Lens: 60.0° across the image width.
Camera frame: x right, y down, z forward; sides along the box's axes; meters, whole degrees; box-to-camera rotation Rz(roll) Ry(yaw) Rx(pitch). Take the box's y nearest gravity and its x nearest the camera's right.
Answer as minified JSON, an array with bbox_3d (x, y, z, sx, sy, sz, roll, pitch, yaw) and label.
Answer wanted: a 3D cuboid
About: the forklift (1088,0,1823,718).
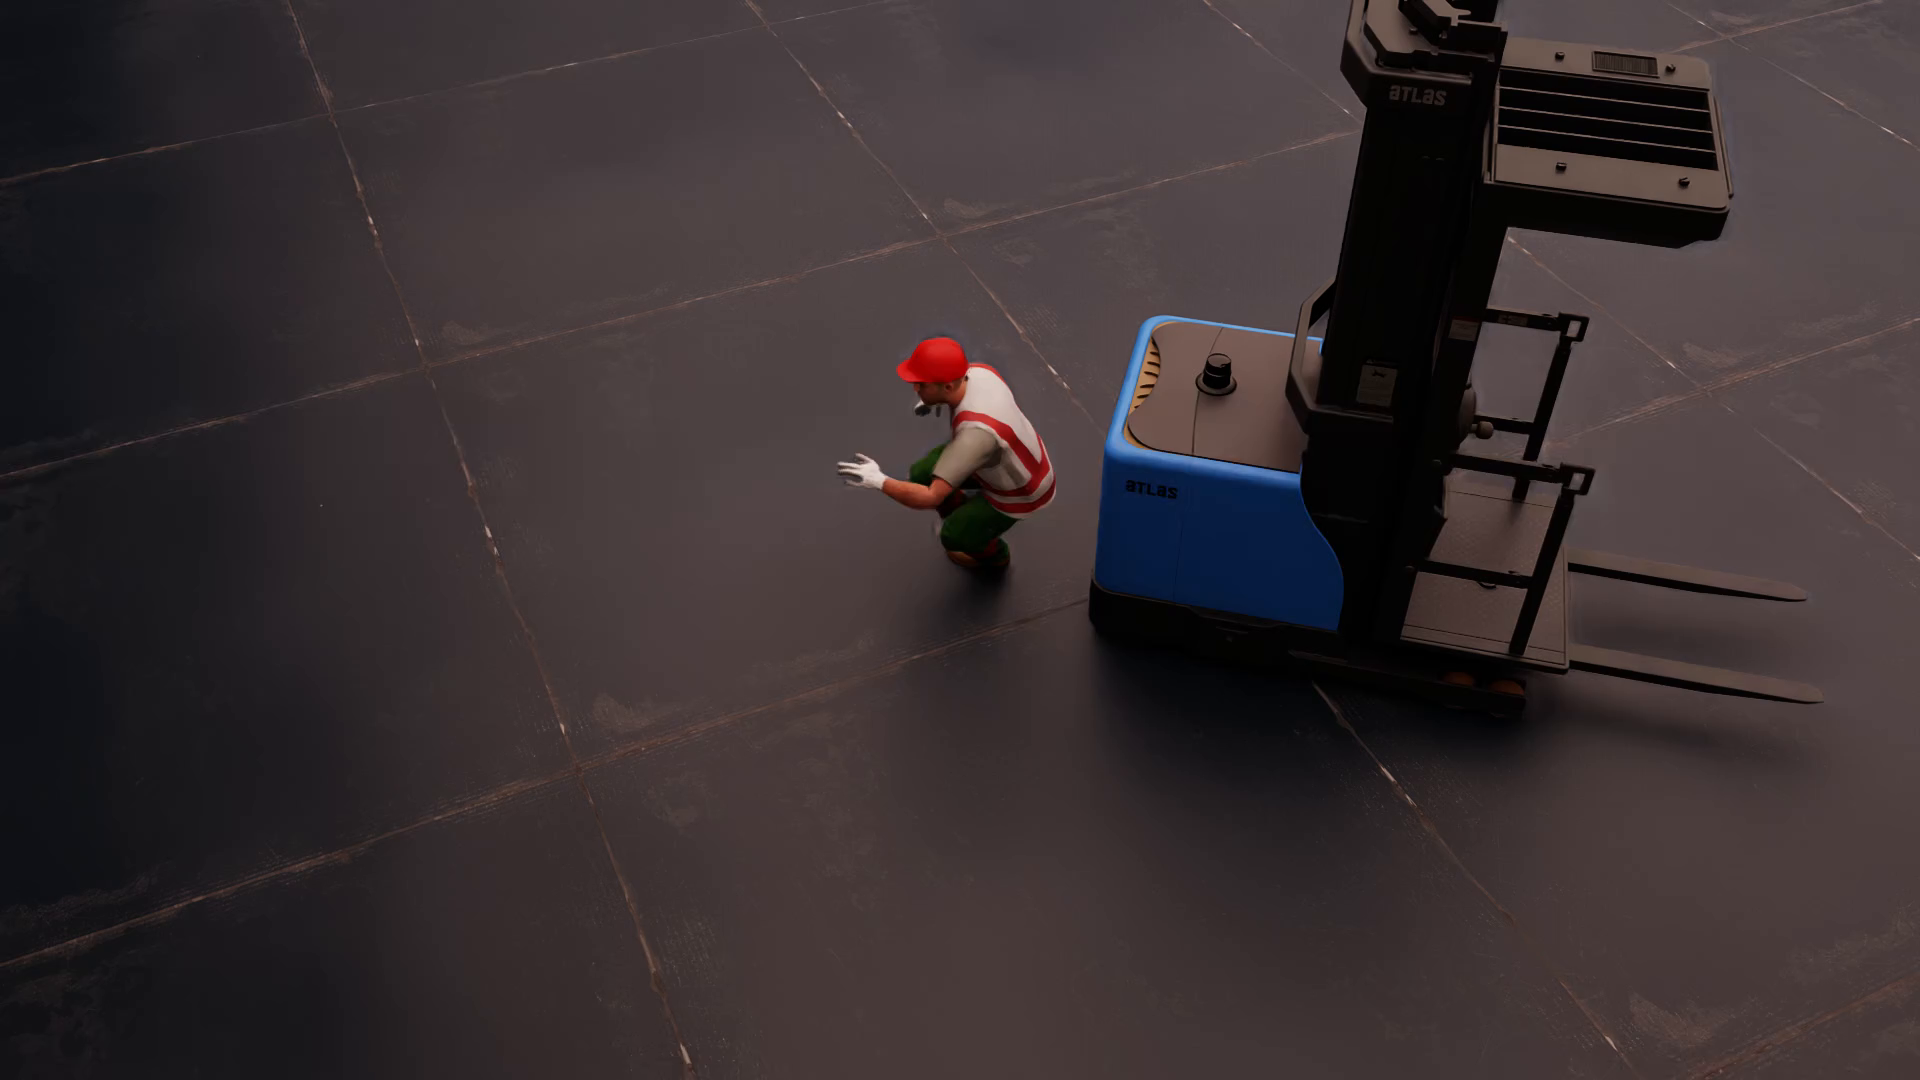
[{"bbox_3d":[2.144,-0.723,6.455,3.031,2.935,1.130,10,44,10],"label":"forklift"}]

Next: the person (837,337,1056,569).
[{"bbox_3d":[-0.087,-0.302,7.043,0.919,1.528,1.067,-8,44,-8],"label":"person"}]
